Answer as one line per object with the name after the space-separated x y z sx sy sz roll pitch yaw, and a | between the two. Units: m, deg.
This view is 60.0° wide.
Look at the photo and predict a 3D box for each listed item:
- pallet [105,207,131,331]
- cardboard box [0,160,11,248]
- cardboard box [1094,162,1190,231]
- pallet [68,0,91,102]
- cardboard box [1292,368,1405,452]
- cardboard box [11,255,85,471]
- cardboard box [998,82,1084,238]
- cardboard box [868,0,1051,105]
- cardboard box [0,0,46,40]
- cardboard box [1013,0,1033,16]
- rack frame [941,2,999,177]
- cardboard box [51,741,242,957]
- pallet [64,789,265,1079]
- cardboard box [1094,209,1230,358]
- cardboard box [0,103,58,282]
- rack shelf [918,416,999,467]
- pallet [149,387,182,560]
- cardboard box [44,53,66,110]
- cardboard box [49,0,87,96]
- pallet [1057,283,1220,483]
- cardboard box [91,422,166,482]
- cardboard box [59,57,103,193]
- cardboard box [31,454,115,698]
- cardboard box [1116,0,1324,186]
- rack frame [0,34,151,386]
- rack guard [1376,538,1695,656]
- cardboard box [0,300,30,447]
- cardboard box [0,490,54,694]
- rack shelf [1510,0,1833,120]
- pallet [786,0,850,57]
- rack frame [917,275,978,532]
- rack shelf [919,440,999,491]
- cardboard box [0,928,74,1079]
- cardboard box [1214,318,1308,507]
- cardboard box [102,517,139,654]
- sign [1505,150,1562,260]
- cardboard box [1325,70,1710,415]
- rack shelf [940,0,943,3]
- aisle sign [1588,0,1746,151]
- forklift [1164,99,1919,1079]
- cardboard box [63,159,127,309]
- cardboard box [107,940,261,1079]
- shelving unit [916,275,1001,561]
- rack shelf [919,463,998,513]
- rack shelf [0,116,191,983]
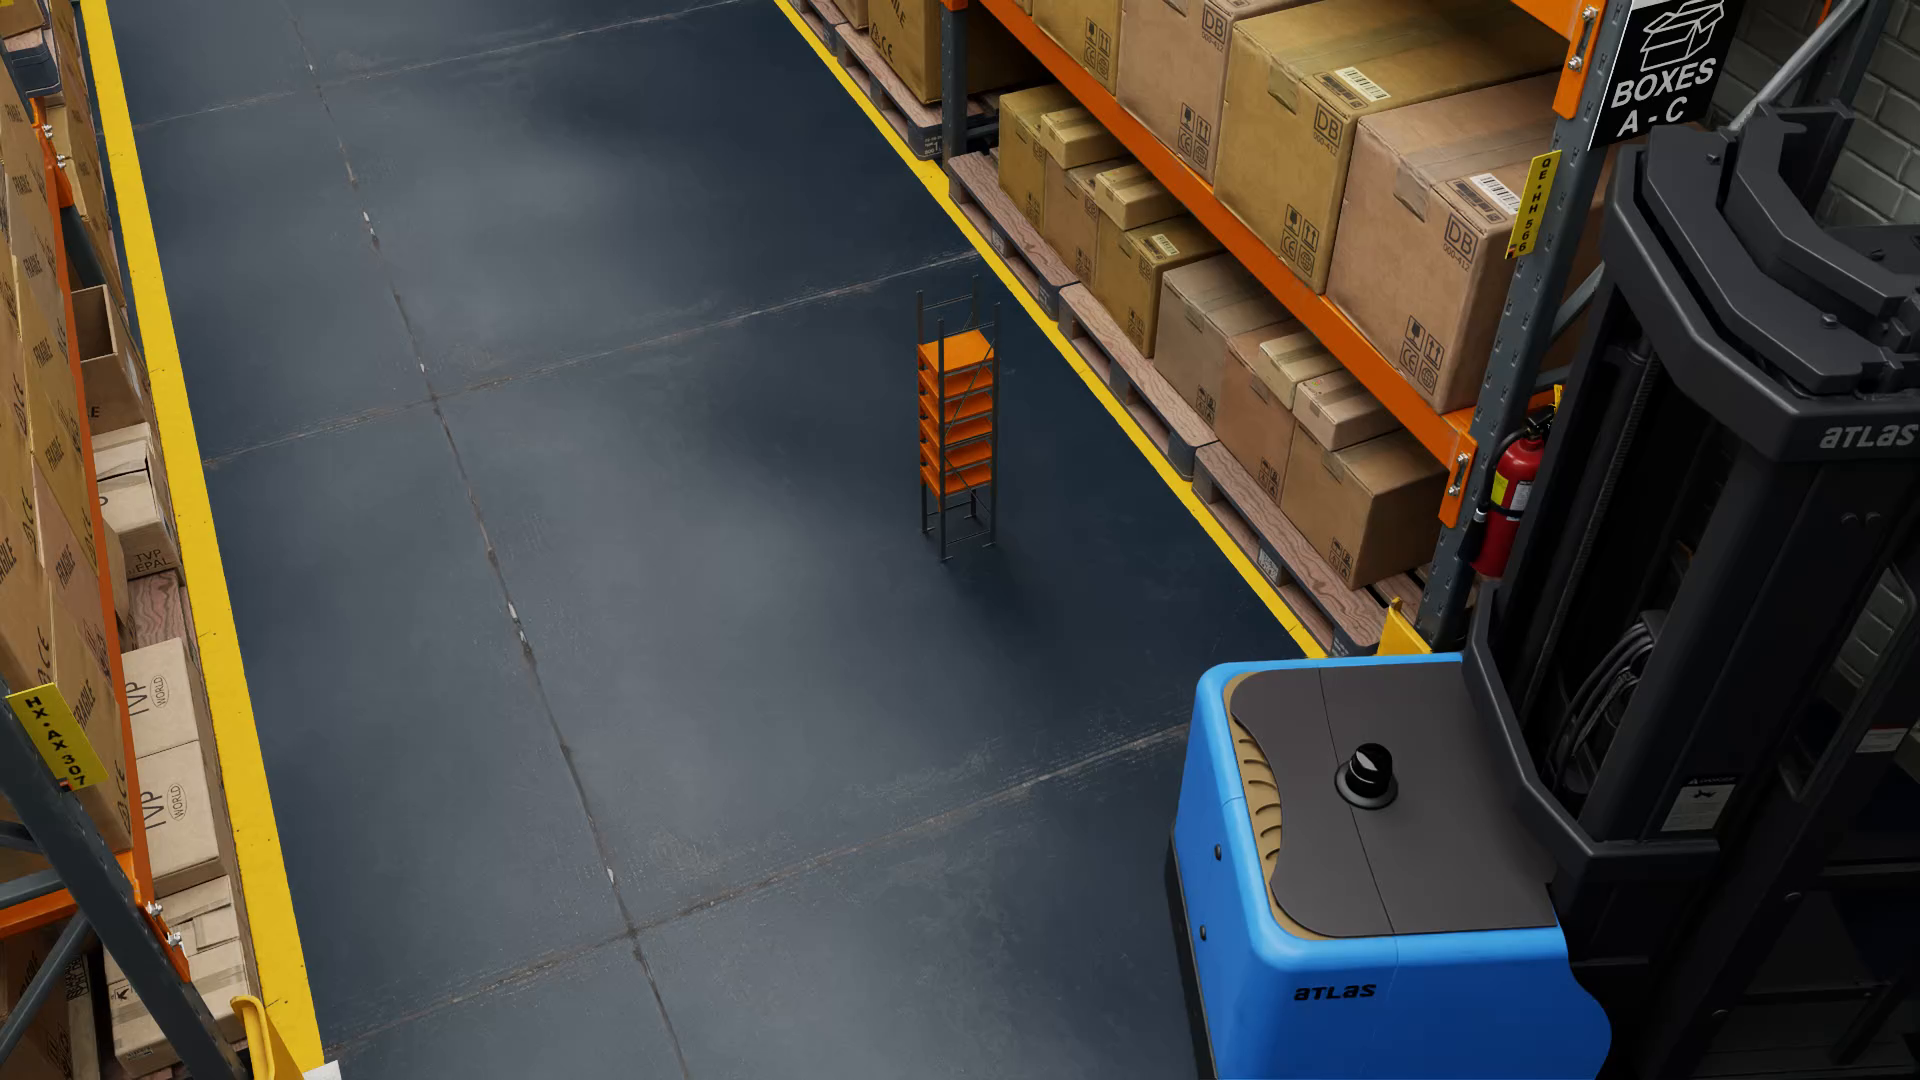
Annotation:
-4.484 -1.167 7.782 1.003 0.211 1.213 -18 47 -17 | pallet
-3.231 -1.151 4.998 0.500 0.500 0.500 -18 47 -17 | cardboard box
0.805 -1.497 7.150 0.380 0.149 0.250 -19 48 -19 | cardboard box
-5.510 -2.722 9.358 1.003 0.211 1.213 -18 47 -17 | pallet
1.463 -0.504 6.144 0.380 0.149 0.250 -19 48 -18 | cardboard box
-3.012 -0.467 5.016 0.500 0.500 0.500 -17 47 -17 | cardboard box
0.607 -1.871 7.991 0.700 0.500 0.500 -17 47 -17 | cardboard box
-0.006 -2.878 8.762 0.750 0.750 0.750 -18 47 -17 | cardboard box
-4.104 -2.205 6.479 0.700 0.500 0.500 -34 54 -30 | cardboard box
0.599 -2.874 7.313 0.980 0.700 0.700 -17 47 -17 | cardboard box
0.385 -3.118 7.774 1.000 3.000 0.127 -18 47 -17 | rack frame
-2.607 0.970 5.276 0.500 0.250 0.500 -18 47 -17 | cardboard box
-2.794 1.333 5.249 1.003 0.211 1.213 -18 47 -17 | pallet
1.029 -1.222 7.333 0.700 0.500 0.500 -17 47 -16 | cardboard box
-3.447 -1.117 5.675 0.500 0.500 0.500 -17 47 -16 | cardboard box
-0.006 -0.405 6.369 0.258 0.103 0.180 -18 47 -17 | rack shelf
-3.820 -0.222 6.825 1.003 0.211 1.213 -18 47 -17 | pallet
-4.510 -2.204 7.780 0.500 0.250 0.500 -18 47 -17 | cardboard box
-4.966 -2.612 8.728 0.500 0.500 0.500 -20 48 -19 | cardboard box
1.151 -0.839 7.450 1.003 0.211 1.213 -18 47 -17 | pallet
-3.399 -0.294 6.628 0.380 0.149 0.250 -18 47 -17 | cardboard box
-4.528 -1.957 8.064 0.500 0.500 0.500 -17 47 -17 | cardboard box
-2.595 0.173 4.368 0.500 0.500 0.500 -18 48 -18 | cardboard box
1.215 -1.946 6.373 0.980 0.700 0.700 -20 48 -19 | cardboard box
-4.108 -1.652 6.289 1.000 3.000 0.127 -18 47 -17 | rack frame
2.077 0.336 6.053 1.175 0.500 0.348 -18 47 -17 | rack guard
-2.806 -0.507 4.345 0.500 0.500 0.500 -17 47 -17 | cardboard box
-2.373 0.145 3.685 0.500 0.500 0.500 -17 47 -16 | cardboard box
1.226 -2.655 5.681 1.077 0.370 4.000 -18 47 -17 | rack shelf
-0.524 -3.373 10.018 1.003 0.211 1.213 -18 47 -17 | pallet
-0.045 -0.495 6.397 0.240 1.200 0.006 -18 47 -17 | rack frame
-0.006 -0.319 6.453 0.258 0.103 0.180 -18 47 -17 | rack shelf
-2.878 1.356 4.706 0.500 0.500 0.500 -18 47 -17 | cardboard box
1.472 -0.564 6.666 0.700 0.500 0.500 -18 47 -18 | cardboard box
-3.313 0.275 5.799 0.797 0.503 0.637 -18 47 -17 | cardboard box
1.569 -0.914 4.547 0.100 0.325 0.005 -18 47 -17 | sign
1.844 -0.997 5.412 0.980 0.700 0.700 -16 47 -16 | cardboard box
-0.456 -4.136 9.318 1.077 0.370 4.000 -18 47 -17 | rack shelf
1.825 -1.360 4.141 0.394 0.787 0.004 -18 47 -17 | aisle sign
2.214 0.359 4.300 3.031 2.935 1.130 -2 45 -2 | forklift
-4.090 -1.299 7.398 0.500 0.500 0.500 -20 48 -19 | cardboard box
-2.290 1.387 4.926 0.380 0.149 0.250 -18 47 -17 | cardboard box
-0.006 -0.436 6.338 0.258 1.200 0.189 -18 47 -17 | shelving unit
-0.006 -0.234 6.538 0.258 0.103 0.180 -18 47 -17 | rack shelf
-3.267 -0.122 5.250 1.077 0.370 4.000 -18 47 -17 | rack shelf
